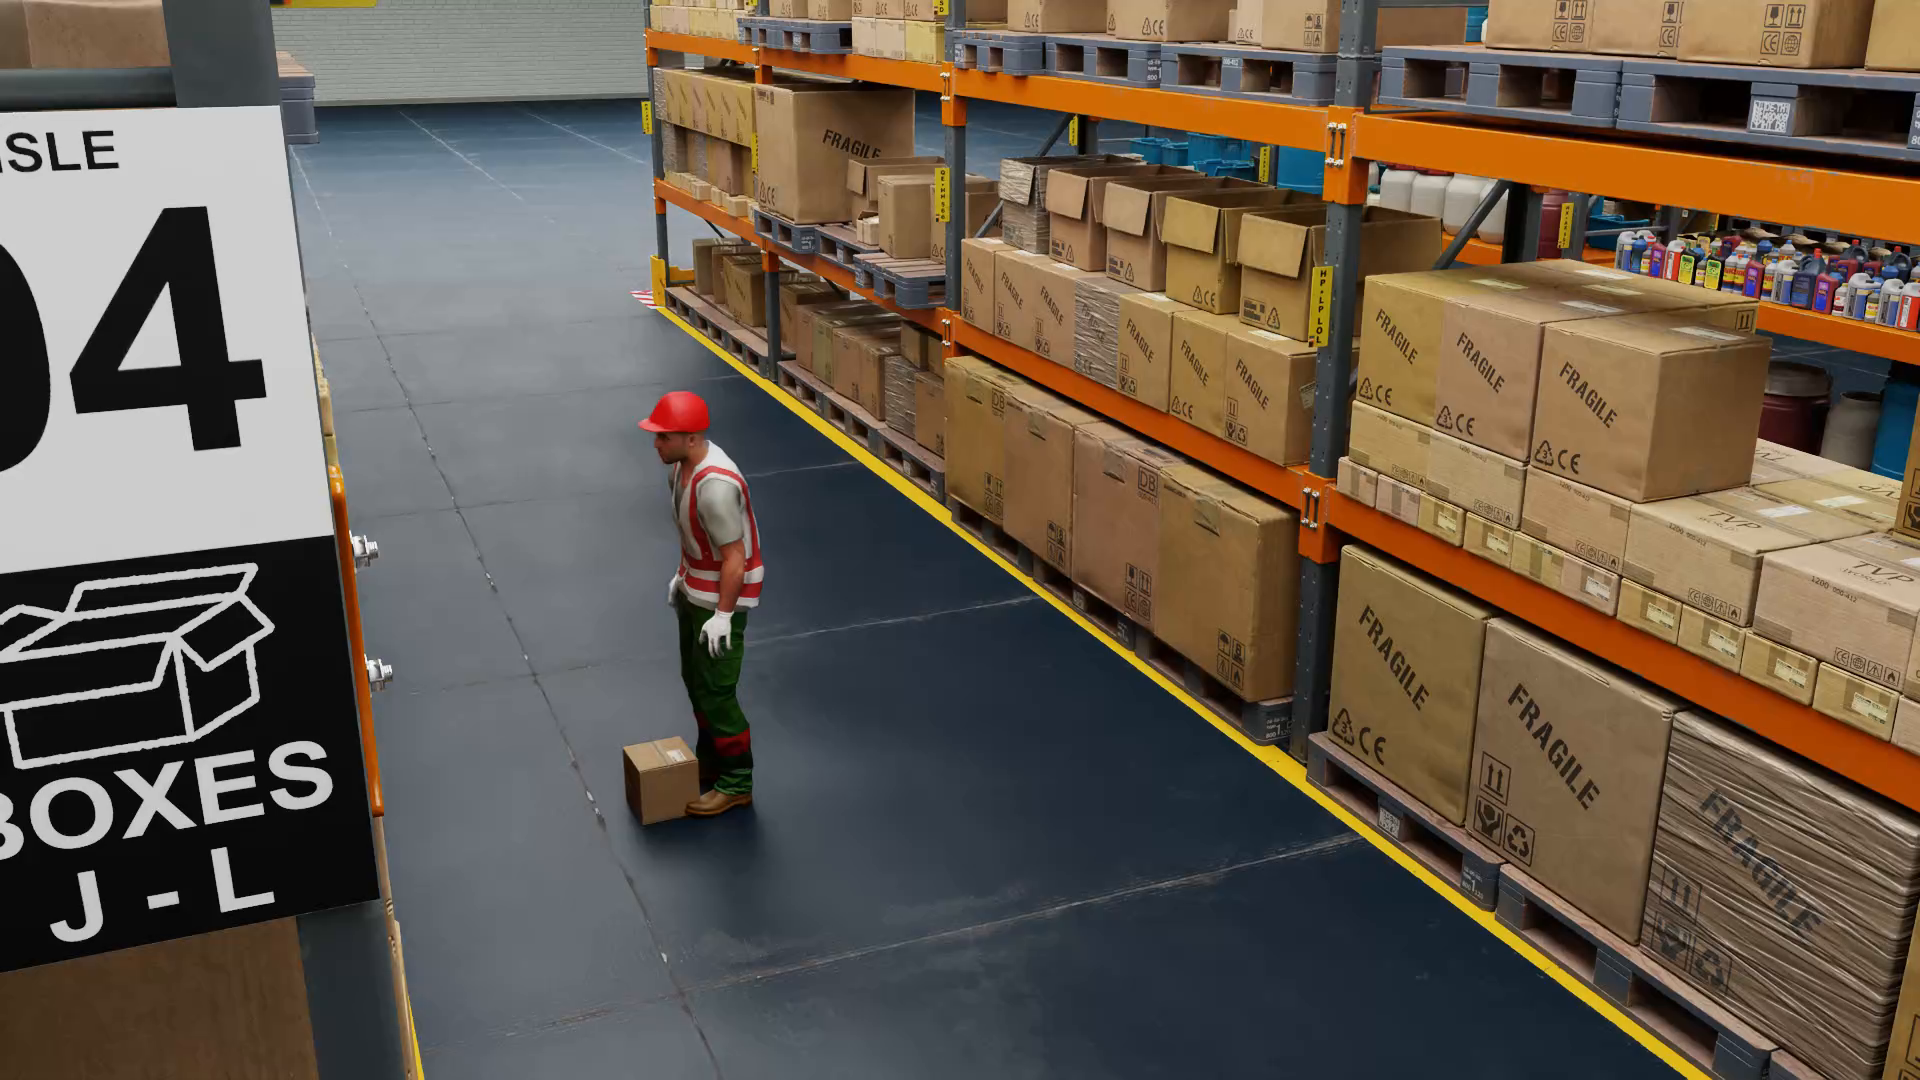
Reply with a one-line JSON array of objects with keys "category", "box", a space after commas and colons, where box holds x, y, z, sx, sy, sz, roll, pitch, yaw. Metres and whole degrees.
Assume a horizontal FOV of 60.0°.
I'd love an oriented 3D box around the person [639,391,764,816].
[{"category": "person", "box": [-1.046, 0.251, 6.797, 0.456, 1.778, 0.616, -8, 20, -23]}]
